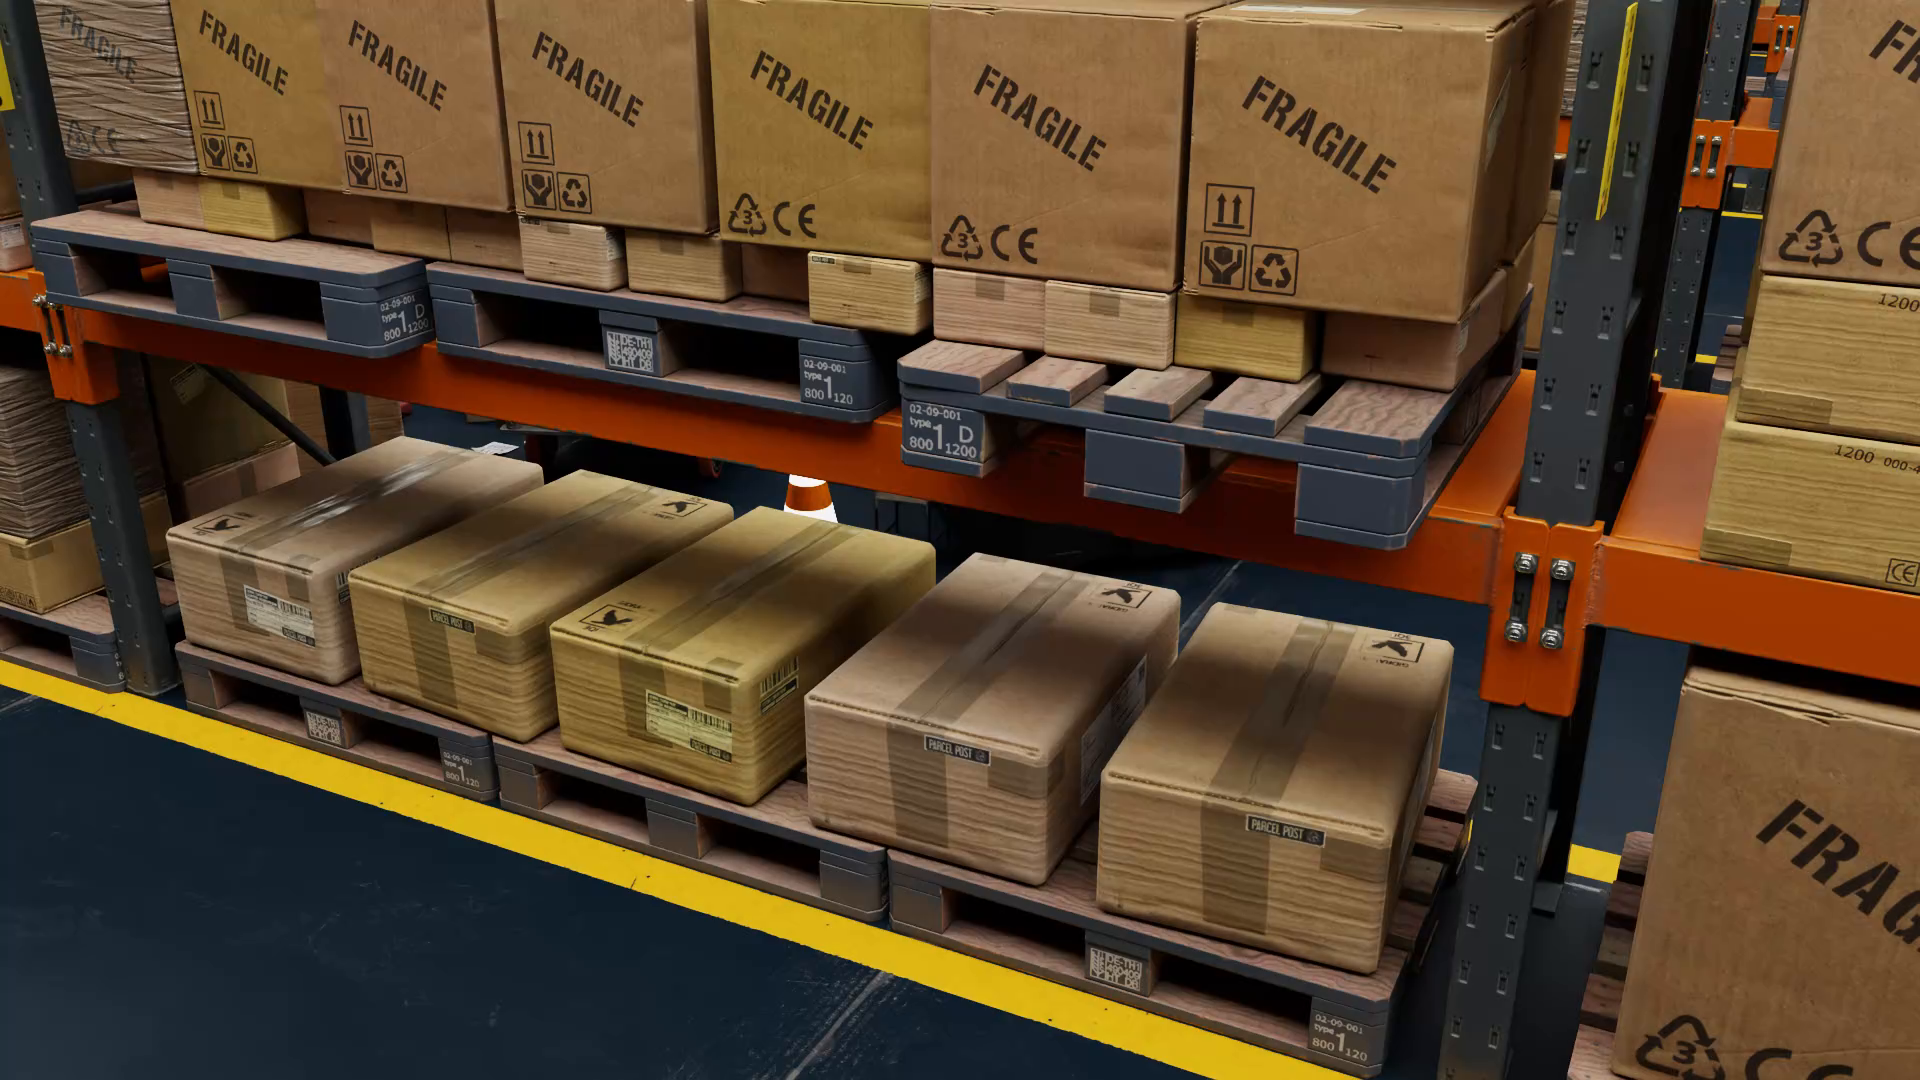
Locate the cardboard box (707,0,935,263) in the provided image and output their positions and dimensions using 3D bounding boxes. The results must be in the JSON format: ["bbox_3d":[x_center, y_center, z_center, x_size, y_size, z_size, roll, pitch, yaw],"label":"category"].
[{"bbox_3d":[-0.176,-0.904,3.498,0.500,0.500,0.500,9,25,21],"label":"cardboard box"}]

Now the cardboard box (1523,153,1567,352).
[{"bbox_3d":[2.913,-1.412,8.076,0.750,0.750,1.050,11,25,24],"label":"cardboard box"}]

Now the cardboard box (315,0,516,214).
[{"bbox_3d":[-1.126,-1.088,3.930,0.500,0.500,0.500,11,25,24],"label":"cardboard box"}]

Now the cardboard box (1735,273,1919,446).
[{"bbox_3d":[1.613,-0.354,2.802,0.500,0.250,0.500,11,25,24],"label":"cardboard box"}]

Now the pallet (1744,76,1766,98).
[{"bbox_3d":[7.305,-4.427,16.389,1.213,0.211,1.003,11,25,25],"label":"pallet"}]

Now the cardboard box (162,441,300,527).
[{"bbox_3d":[-2.702,-0.201,5.867,0.500,0.250,0.500,10,25,22],"label":"cardboard box"}]

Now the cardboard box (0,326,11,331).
[{"bbox_3d":[-3.401,-0.448,5.489,0.500,0.500,0.500,12,26,25],"label":"cardboard box"}]

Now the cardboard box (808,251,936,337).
[{"bbox_3d":[-0.116,-0.564,3.527,0.250,0.149,0.380,12,26,25],"label":"cardboard box"}]

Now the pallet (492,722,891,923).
[{"bbox_3d":[-0.509,0.560,4.663,1.213,0.211,1.003,11,25,25],"label":"pallet"}]

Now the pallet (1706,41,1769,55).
[{"bbox_3d":[9.500,-6.165,20.476,1.213,0.211,1.003,11,25,25],"label":"pallet"}]

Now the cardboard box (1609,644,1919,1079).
[{"bbox_3d":[1.852,0.567,3.262,0.875,0.875,0.875,11,25,24],"label":"cardboard box"}]

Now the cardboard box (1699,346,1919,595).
[{"bbox_3d":[1.596,-0.125,2.903,0.500,0.250,0.500,11,25,24],"label":"cardboard box"}]

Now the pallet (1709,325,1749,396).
[{"bbox_3d":[4.113,-0.693,7.611,1.213,0.211,1.003,11,25,25],"label":"pallet"}]

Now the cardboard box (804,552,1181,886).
[{"bbox_3d":[0.111,0.417,4.258,0.625,0.372,0.950,11,25,24],"label":"cardboard box"}]

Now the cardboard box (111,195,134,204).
[{"bbox_3d":[-2.682,-1.153,5.450,0.250,0.149,0.380,12,26,26],"label":"cardboard box"}]

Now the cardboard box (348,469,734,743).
[{"bbox_3d":[-1.185,0.159,4.865,0.625,0.372,0.950,13,26,28],"label":"cardboard box"}]

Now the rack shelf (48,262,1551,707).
[{"bbox_3d":[-0.512,-0.391,4.255,4.000,0.370,1.077,11,25,25],"label":"rack shelf"}]

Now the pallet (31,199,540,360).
[{"bbox_3d":[-1.681,-0.801,4.545,1.213,0.211,1.003,11,25,25],"label":"pallet"}]

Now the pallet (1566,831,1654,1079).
[{"bbox_3d":[1.942,1.080,3.440,1.213,0.211,1.003,11,25,25],"label":"pallet"}]

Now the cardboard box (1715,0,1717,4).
[{"bbox_3d":[9.172,-6.571,20.128,0.500,0.311,0.500,11,25,24],"label":"cardboard box"}]

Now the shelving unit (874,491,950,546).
[{"bbox_3d":[-0.173,-0.379,5.991,0.210,0.900,0.258,7,24,16],"label":"shelving unit"}]

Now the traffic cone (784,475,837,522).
[{"bbox_3d":[-0.559,-0.177,6.076,0.334,0.463,0.336,11,25,25],"label":"traffic cone"}]

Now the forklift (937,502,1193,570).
[{"bbox_3d":[1.404,-1.548,6.145,3.031,2.935,1.130,-7,24,-17],"label":"forklift"}]

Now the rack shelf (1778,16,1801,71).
[{"bbox_3d":[7.529,-3.145,10.733,4.000,0.370,1.077,11,25,25],"label":"rack shelf"}]

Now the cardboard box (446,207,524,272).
[{"bbox_3d":[-1.010,-0.770,4.011,0.250,0.149,0.380,11,26,25],"label":"cardboard box"}]

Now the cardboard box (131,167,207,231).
[{"bbox_3d":[-1.946,-0.945,4.423,0.250,0.149,0.380,12,26,25],"label":"cardboard box"}]

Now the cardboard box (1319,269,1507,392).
[{"bbox_3d":[0.874,-0.422,3.194,0.250,0.149,0.380,12,26,26],"label":"cardboard box"}]

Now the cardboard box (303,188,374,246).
[{"bbox_3d":[-1.440,-0.874,4.257,0.250,0.149,0.380,13,26,28],"label":"cardboard box"}]

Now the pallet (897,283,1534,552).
[{"bbox_3d":[0.589,-0.369,3.530,1.003,0.211,1.213,11,25,25],"label":"pallet"}]

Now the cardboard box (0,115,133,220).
[{"bbox_3d":[-2.806,-1.249,4.847,0.500,0.500,0.500,10,25,23],"label":"cardboard box"}]

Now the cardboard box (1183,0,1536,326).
[{"bbox_3d":[0.742,-0.728,3.084,0.500,0.500,0.500,10,25,23],"label":"cardboard box"}]

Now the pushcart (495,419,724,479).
[{"bbox_3d":[-1.313,-0.673,7.351,0.936,0.377,1.648,3,23,6],"label":"pushcart"}]

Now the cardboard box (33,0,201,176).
[{"bbox_3d":[-2.008,-1.268,4.354,0.500,0.500,0.500,12,26,26],"label":"cardboard box"}]

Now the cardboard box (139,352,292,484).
[{"bbox_3d":[-2.702,-0.546,5.720,0.500,0.500,0.500,13,26,27],"label":"cardboard box"}]

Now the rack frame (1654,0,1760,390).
[{"bbox_3d":[3.416,-2.115,7.391,0.127,3.000,1.000,11,25,25],"label":"rack frame"}]

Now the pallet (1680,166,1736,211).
[{"bbox_3d":[5.047,-2.685,12.294,1.213,0.211,1.003,11,25,25],"label":"pallet"}]

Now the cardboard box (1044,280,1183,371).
[{"bbox_3d":[0.357,-0.473,3.313,0.250,0.149,0.380,11,25,24],"label":"cardboard box"}]

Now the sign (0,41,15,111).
[{"bbox_3d":[-2.535,-1.282,4.326,0.005,0.325,0.100,11,25,25],"label":"sign"}]

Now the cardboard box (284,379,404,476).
[{"bbox_3d":[-2.639,-0.590,6.996,0.500,0.500,0.500,-10,25,-21],"label":"cardboard box"}]

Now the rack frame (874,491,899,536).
[{"bbox_3d":[-0.270,-0.391,6.019,0.006,0.900,0.240,7,24,16],"label":"rack frame"}]

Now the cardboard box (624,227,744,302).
[{"bbox_3d":[-0.545,-0.668,3.772,0.250,0.149,0.380,10,25,23],"label":"cardboard box"}]

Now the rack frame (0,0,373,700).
[{"bbox_3d":[-2.297,-1.075,4.945,0.127,3.000,1.000,11,25,25],"label":"rack frame"}]

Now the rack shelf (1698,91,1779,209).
[{"bbox_3d":[5.201,-1.431,6.701,4.000,0.370,1.077,11,25,25],"label":"rack shelf"}]
